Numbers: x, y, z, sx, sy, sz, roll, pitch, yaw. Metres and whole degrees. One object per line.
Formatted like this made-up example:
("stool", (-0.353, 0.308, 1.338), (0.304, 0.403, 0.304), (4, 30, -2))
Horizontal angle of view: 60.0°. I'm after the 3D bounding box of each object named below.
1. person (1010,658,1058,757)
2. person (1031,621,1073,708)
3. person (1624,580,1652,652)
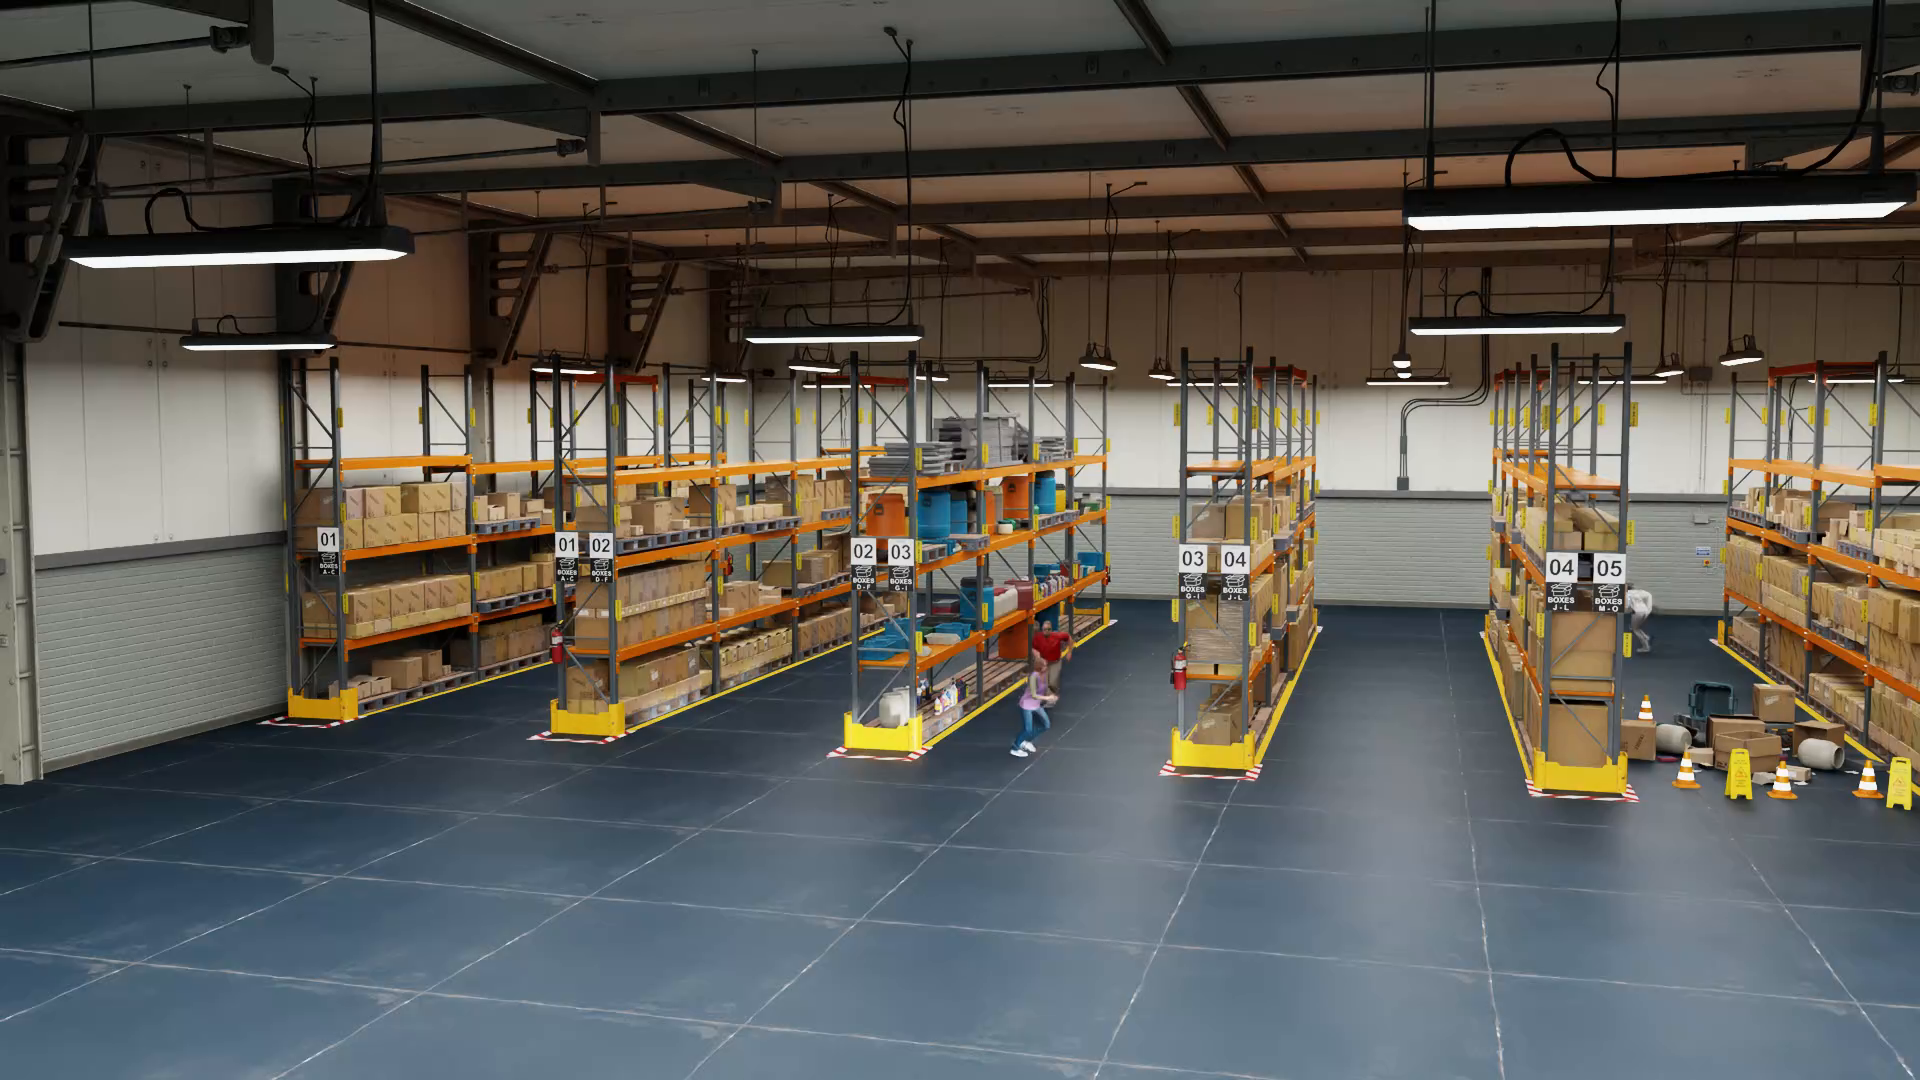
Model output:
("person", (1.097, 2.463, 24.467), (0.798, 1.504, 0.527), (3, 5, 33))
("person", (1.559, 2.137, 28.355), (0.691, 1.562, 0.845), (1, 4, 12))
("person", (14.582, 1.633, 35.806), (0.648, 1.493, 0.785), (-2, 5, -27))
